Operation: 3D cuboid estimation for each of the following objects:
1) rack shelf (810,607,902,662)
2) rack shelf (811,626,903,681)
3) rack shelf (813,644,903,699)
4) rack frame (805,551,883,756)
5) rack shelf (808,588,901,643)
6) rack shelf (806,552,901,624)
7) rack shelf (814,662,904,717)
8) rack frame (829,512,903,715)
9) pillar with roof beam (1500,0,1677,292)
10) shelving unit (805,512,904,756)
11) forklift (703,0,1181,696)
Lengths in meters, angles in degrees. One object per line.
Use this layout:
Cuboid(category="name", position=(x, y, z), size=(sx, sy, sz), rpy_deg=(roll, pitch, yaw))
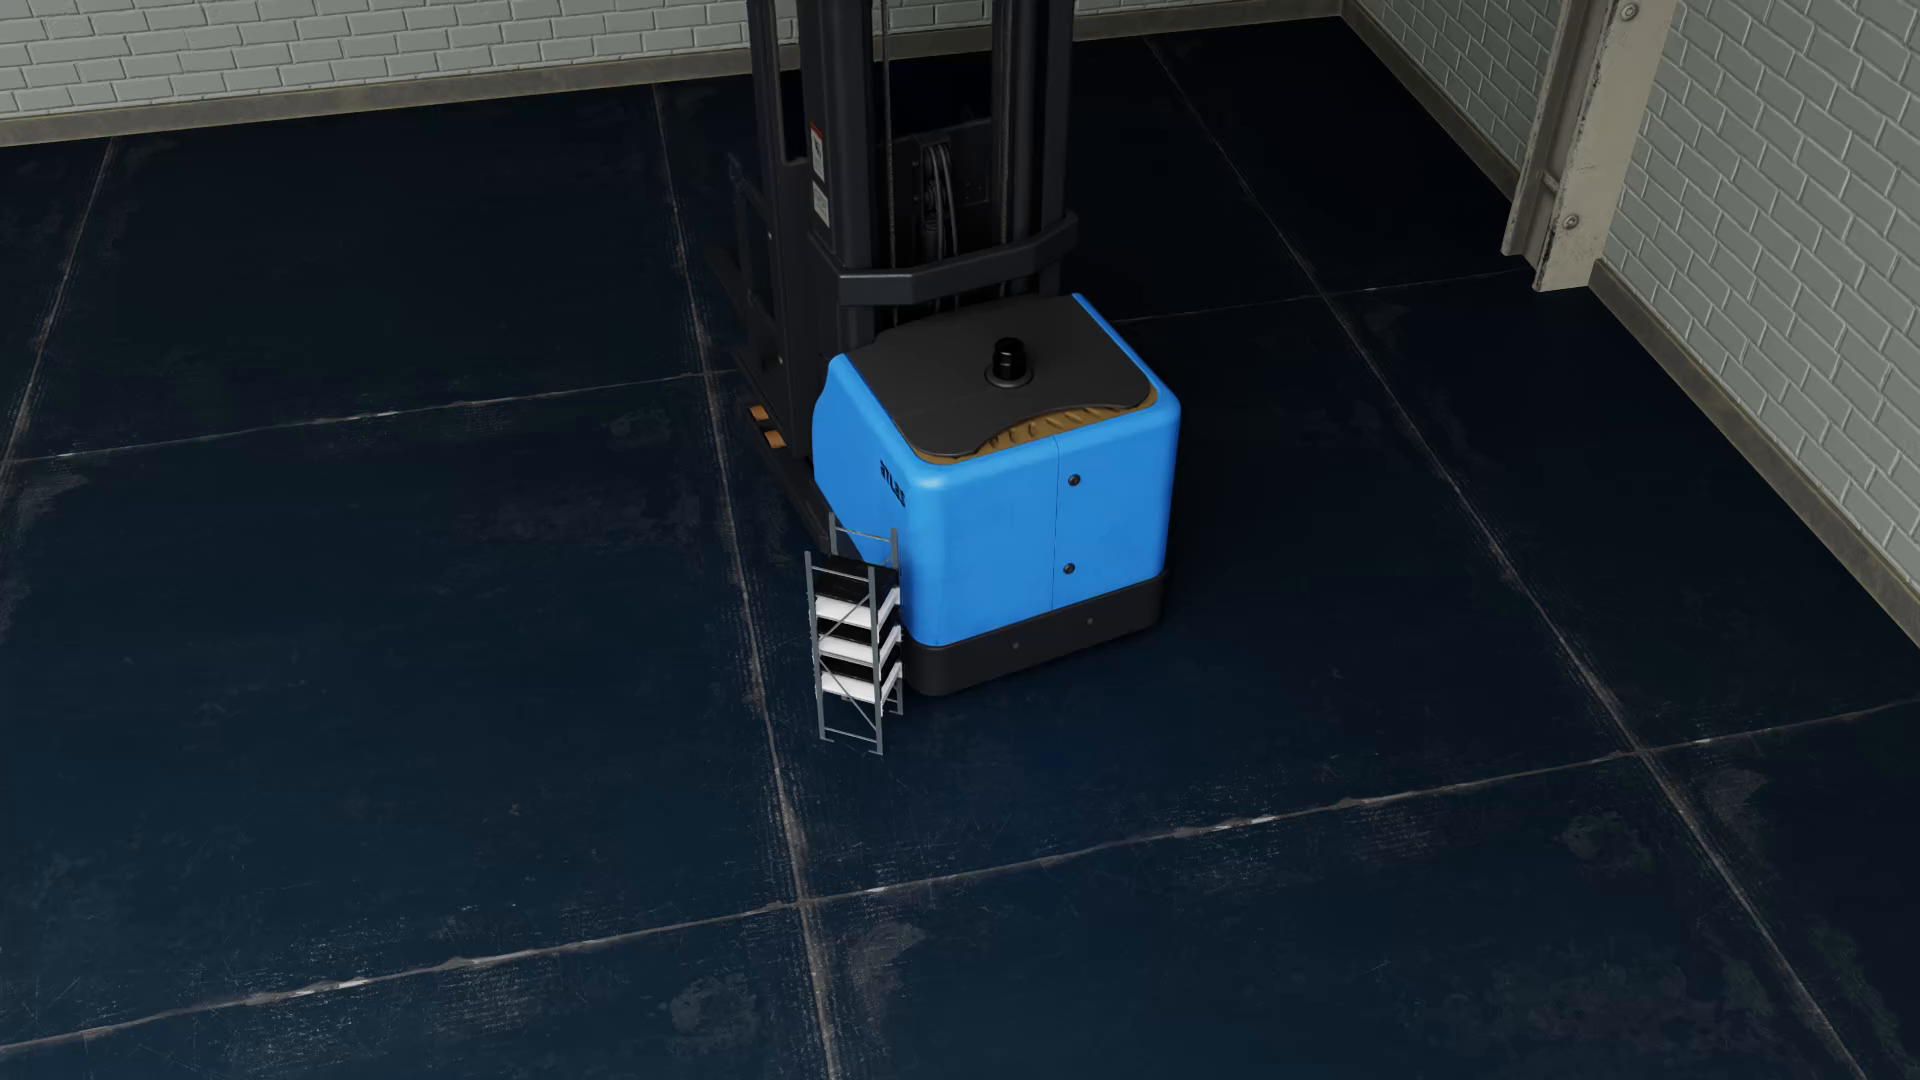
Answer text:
Cuboid(category="rack shelf", position=(-0.353, 0.293, 5.657), size=(0.258, 0.077, 0.200), rpy_deg=(13, 43, 14))
Cuboid(category="rack shelf", position=(-0.353, 0.360, 5.717), size=(0.258, 0.077, 0.200), rpy_deg=(13, 43, 14))
Cuboid(category="rack shelf", position=(-0.353, 0.427, 5.776), size=(0.258, 0.077, 0.200), rpy_deg=(13, 43, 14))
Cuboid(category="rack frame", position=(-0.386, 0.399, 5.623), size=(0.240, 0.900, 0.006), rpy_deg=(13, 43, 14))
Cuboid(category="rack shelf", position=(-0.353, 0.225, 5.597), size=(0.258, 0.077, 0.200), rpy_deg=(13, 43, 14))
Cuboid(category="rack shelf", position=(-0.353, 0.158, 5.537), size=(0.258, 0.077, 0.200), rpy_deg=(13, 43, 14))
Cuboid(category="rack shelf", position=(-0.353, 0.495, 5.836), size=(0.258, 0.077, 0.200), rpy_deg=(13, 43, 14))
Cuboid(category="rack frame", position=(-0.320, 0.271, 5.766), size=(0.240, 0.900, 0.006), rpy_deg=(13, 43, 14))
Cuboid(category="pillar with roof beam", position=(-1.284, -4.108, 4.600), size=(9.100, 9.000, 0.400), rpy_deg=(-8, 42, -9))
Cuboid(category="shelving unit", position=(-0.353, 0.335, 5.695), size=(0.258, 0.900, 0.210), rpy_deg=(13, 43, 14))
Cuboid(category="forklift", position=(-0.297, -1.513, 6.247), size=(1.130, 2.935, 3.031), rpy_deg=(-17, 44, -18))
